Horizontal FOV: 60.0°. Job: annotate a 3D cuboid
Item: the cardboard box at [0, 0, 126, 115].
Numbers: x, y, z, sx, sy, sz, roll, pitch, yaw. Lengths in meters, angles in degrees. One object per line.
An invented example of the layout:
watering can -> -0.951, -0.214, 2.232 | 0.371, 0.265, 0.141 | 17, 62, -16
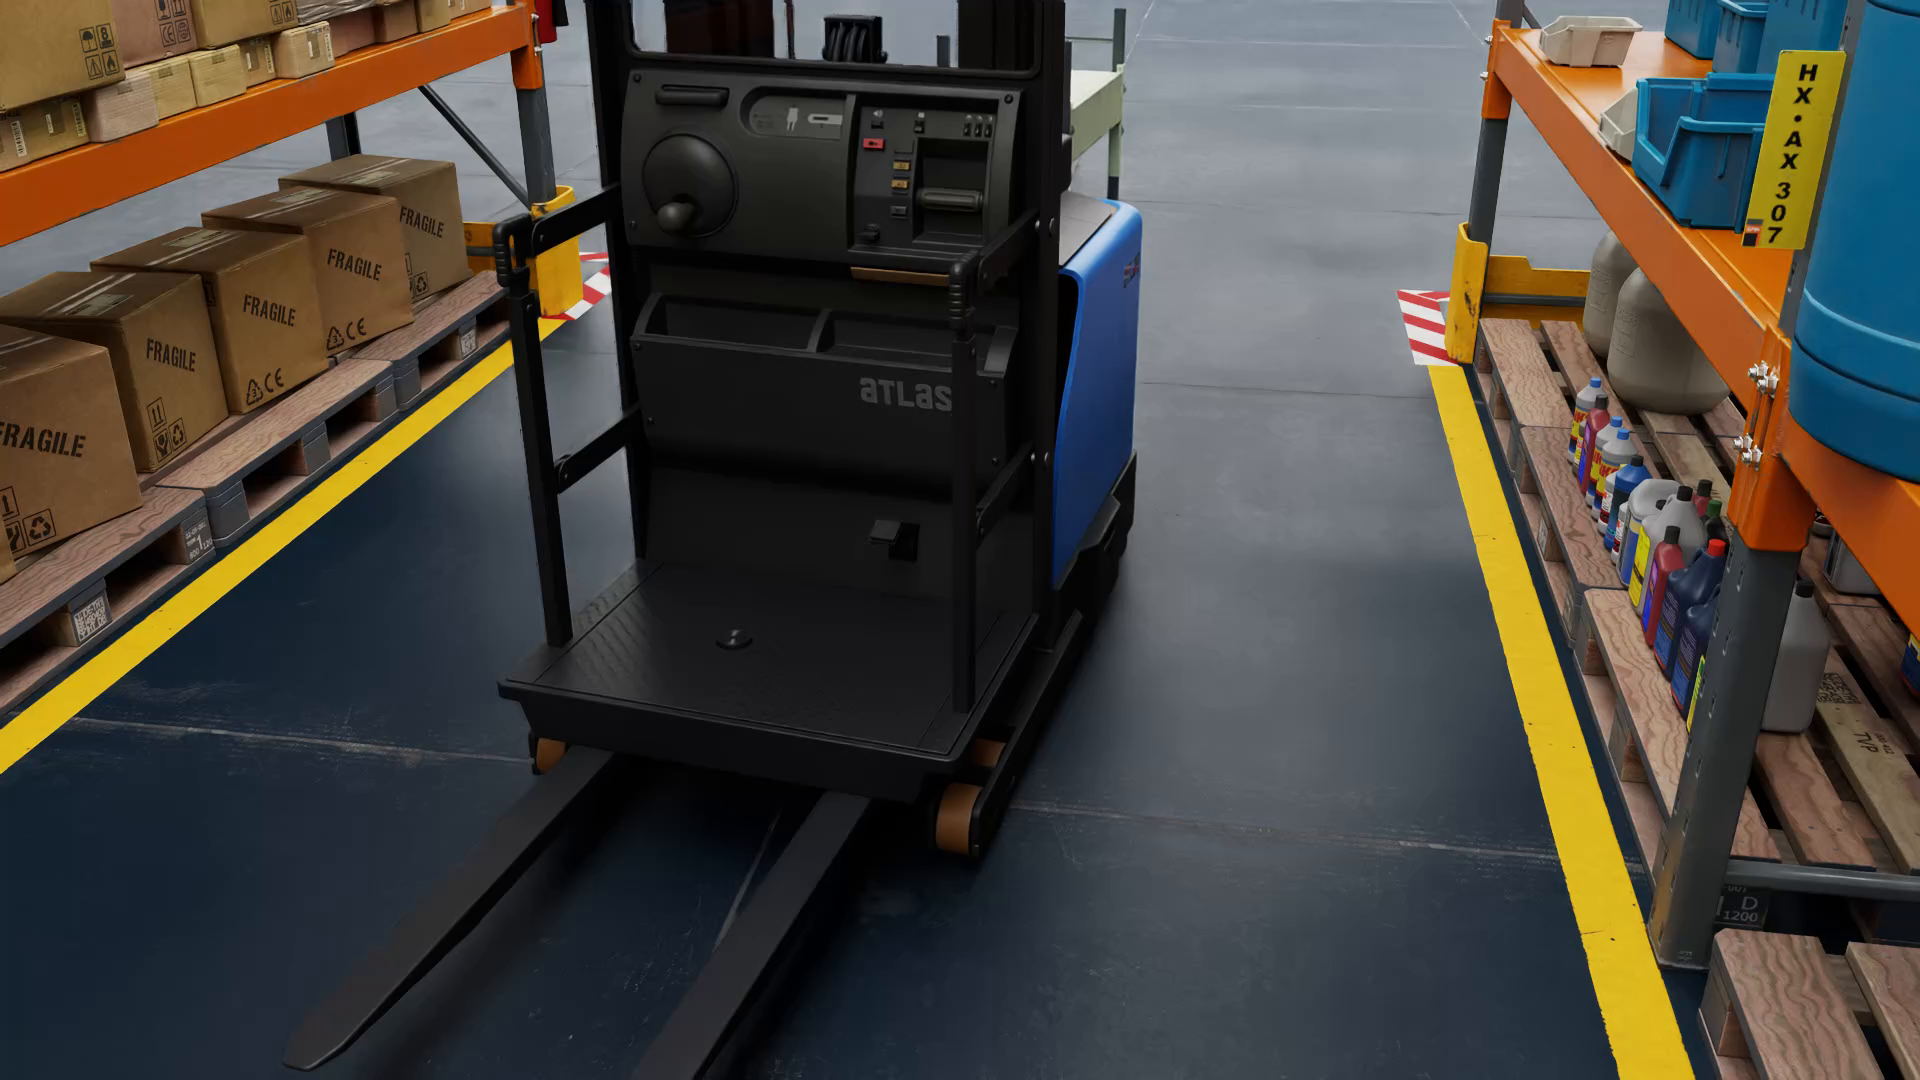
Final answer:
cardboard box -> -2.712, -1.390, 4.213 | 0.875, 0.500, 0.500 | 4, 25, 9

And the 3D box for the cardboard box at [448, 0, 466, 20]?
cardboard box -> -2.193, -2.141, 6.581 | 0.380, 0.149, 0.250 | 4, 25, 9

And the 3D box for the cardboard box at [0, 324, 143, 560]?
cardboard box -> -2.772, -0.282, 4.768 | 0.500, 0.500, 0.500 | 13, 28, 25

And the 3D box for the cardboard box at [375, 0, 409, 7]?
cardboard box -> -2.389, -2.227, 6.001 | 0.875, 0.500, 0.500 | 4, 25, 9

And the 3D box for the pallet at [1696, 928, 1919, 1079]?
pallet -> 1.834, 1.118, 2.613 | 1.003, 0.211, 1.213 | 4, 25, 9

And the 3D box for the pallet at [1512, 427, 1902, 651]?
pallet -> 2.272, -0.003, 5.008 | 1.003, 0.211, 1.213 | 4, 25, 9

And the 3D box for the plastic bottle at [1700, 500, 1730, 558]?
plastic bottle -> 1.934, 0.046, 4.298 | 0.061, 0.283, 0.133 | 4, 25, 9

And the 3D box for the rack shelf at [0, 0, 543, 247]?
rack shelf -> -2.636, -1.330, 5.402 | 1.077, 0.370, 4.000 | 4, 25, 9

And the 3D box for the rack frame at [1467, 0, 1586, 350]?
rack frame -> 2.577, -2.149, 6.304 | 1.000, 3.000, 0.127 | 4, 25, 9

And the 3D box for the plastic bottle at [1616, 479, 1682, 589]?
plastic bottle -> 1.859, -0.014, 4.436 | 0.152, 0.276, 0.135 | 4, 25, 9

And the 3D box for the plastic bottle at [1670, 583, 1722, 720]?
plastic bottle -> 1.745, 0.235, 3.816 | 0.144, 0.351, 0.185 | 3, 25, 7

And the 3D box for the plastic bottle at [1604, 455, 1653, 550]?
plastic bottle -> 1.868, -0.106, 4.638 | 0.097, 0.271, 0.097 | 0, 25, 0

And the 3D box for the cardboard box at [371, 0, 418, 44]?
cardboard box -> -2.240, -1.929, 6.129 | 0.380, 0.149, 0.250 | 4, 25, 9

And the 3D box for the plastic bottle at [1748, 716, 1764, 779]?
plastic bottle -> 1.675, 0.418, 3.600 | 0.097, 0.201, 0.097 | 0, 25, 0

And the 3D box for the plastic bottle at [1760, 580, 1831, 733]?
plastic bottle -> 1.887, 0.245, 3.795 | 0.144, 0.351, 0.185 | 4, 25, 9

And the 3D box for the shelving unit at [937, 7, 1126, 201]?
shelving unit -> 0.237, -0.926, 5.458 | 0.431, 1.500, 0.755 | 8, 26, 16

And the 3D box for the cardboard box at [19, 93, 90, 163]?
cardboard box -> -2.532, -1.090, 4.337 | 0.380, 0.149, 0.250 | 4, 25, 9

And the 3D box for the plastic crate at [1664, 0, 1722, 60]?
plastic crate -> 2.791, -1.852, 5.844 | 0.499, 0.251, 0.616 | 4, 25, 9

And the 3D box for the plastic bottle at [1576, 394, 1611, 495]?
plastic bottle -> 1.919, -0.288, 5.013 | 0.061, 0.283, 0.133 | 4, 25, 9

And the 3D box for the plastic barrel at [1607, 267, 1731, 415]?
plastic barrel -> 2.463, -0.723, 5.695 | 0.421, 0.512, 0.421 | 0, 25, 0

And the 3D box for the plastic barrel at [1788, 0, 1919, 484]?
plastic barrel -> 1.562, -0.563, 2.323 | 0.600, 0.901, 0.708 | 4, 25, 9

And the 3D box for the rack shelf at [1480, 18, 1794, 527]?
rack shelf -> 2.250, -0.987, 4.669 | 1.077, 0.370, 4.000 | 4, 25, 9

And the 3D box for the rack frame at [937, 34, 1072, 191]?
rack frame -> 0.128, -0.778, 5.142 | 0.400, 1.500, 0.023 | 8, 26, 16

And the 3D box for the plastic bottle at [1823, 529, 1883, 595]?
plastic bottle -> 2.415, -0.007, 4.421 | 0.152, 0.276, 0.135 | 4, 25, 9

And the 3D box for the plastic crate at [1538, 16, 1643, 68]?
plastic crate -> 2.114, -1.678, 5.607 | 0.298, 0.136, 0.250 | 4, 25, 9

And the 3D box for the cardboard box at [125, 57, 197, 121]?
cardboard box -> -2.451, -1.299, 4.784 | 0.380, 0.149, 0.250 | 4, 25, 9

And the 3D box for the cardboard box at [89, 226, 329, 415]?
cardboard box -> -2.612, -0.778, 5.826 | 0.500, 0.500, 0.500 | 6, 26, 13

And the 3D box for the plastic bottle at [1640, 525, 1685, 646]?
plastic bottle -> 1.761, 0.114, 4.153 | 0.061, 0.283, 0.133 | 6, 26, 12

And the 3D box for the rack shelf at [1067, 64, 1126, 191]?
rack shelf -> 0.237, -1.279, 5.293 | 0.431, 0.370, 0.720 | 8, 26, 16

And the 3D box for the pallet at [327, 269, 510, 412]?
pallet -> -2.489, -0.860, 6.839 | 1.003, 0.211, 1.213 | 4, 25, 9

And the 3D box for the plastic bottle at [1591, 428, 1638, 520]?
plastic bottle -> 1.901, -0.191, 4.819 | 0.097, 0.271, 0.097 | 0, 25, 0

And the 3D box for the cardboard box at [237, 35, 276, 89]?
cardboard box -> -2.403, -1.511, 5.236 | 0.380, 0.149, 0.250 | 4, 25, 9

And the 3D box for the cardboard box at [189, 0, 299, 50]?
cardboard box -> -2.607, -1.813, 5.115 | 0.875, 0.500, 0.500 | 4, 25, 9

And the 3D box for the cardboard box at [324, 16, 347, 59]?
cardboard box -> -2.340, -1.721, 5.685 | 0.380, 0.149, 0.250 | 4, 25, 9

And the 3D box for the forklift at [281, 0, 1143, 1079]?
forklift -> -0.385, -0.807, 3.517 | 1.130, 2.935, 3.031 | 8, 26, 16

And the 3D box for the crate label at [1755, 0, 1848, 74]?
crate label -> 2.543, -1.377, 4.611 | 0.502, 0.435, 0.616 | 4, 25, 9

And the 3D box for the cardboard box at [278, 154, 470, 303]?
cardboard box -> -2.428, -1.291, 6.922 | 0.500, 0.500, 0.500 | 9, 27, 18

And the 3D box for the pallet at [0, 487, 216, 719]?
pallet -> -2.888, 0.160, 4.659 | 1.003, 0.211, 1.213 | 4, 25, 9

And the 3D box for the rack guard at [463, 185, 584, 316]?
rack guard -> -2.321, -1.329, 7.499 | 1.175, 0.500, 0.348 | 4, 25, 9

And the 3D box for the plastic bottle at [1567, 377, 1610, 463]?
plastic bottle -> 1.974, -0.376, 5.215 | 0.097, 0.271, 0.097 | 0, 25, 0
